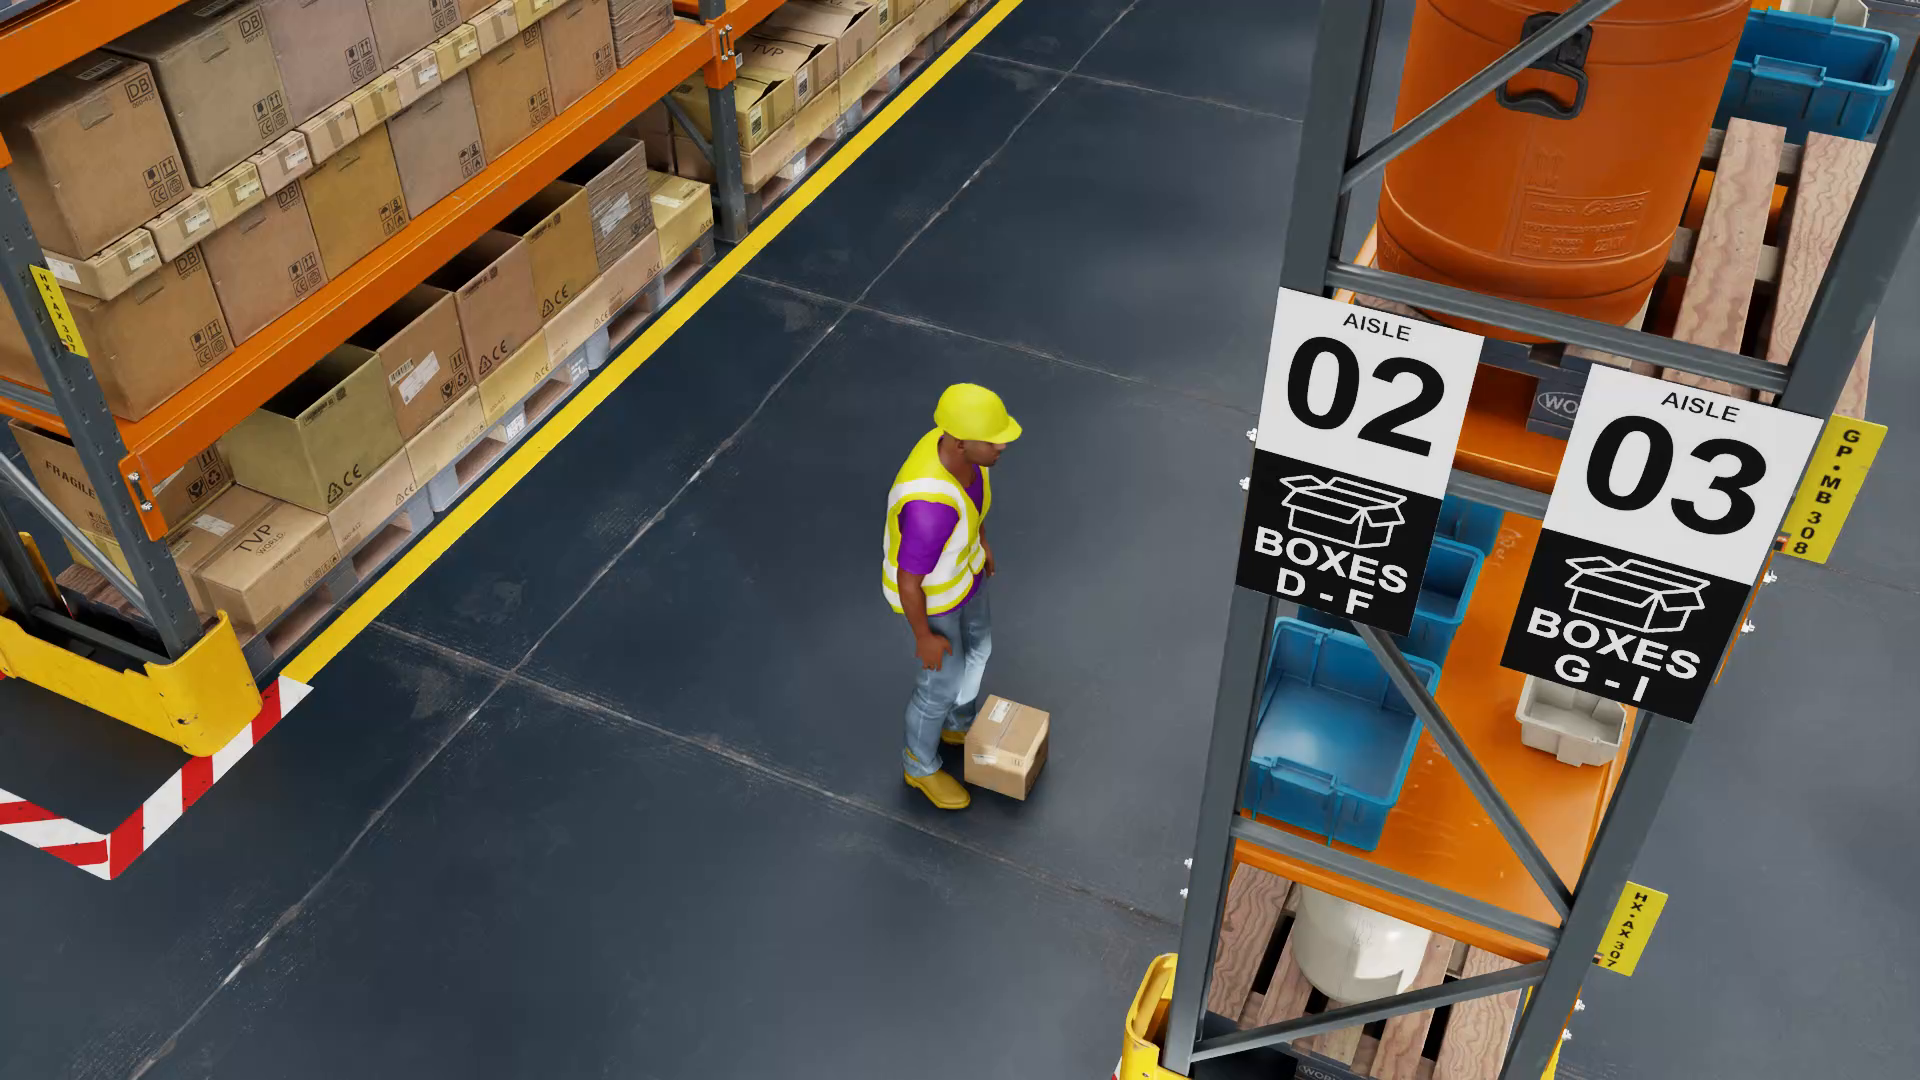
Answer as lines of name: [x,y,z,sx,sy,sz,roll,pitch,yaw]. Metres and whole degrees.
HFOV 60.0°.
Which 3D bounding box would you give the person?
person: [-0.037,0.180,5.945,0.461,1.760,0.626,17,45,19]
